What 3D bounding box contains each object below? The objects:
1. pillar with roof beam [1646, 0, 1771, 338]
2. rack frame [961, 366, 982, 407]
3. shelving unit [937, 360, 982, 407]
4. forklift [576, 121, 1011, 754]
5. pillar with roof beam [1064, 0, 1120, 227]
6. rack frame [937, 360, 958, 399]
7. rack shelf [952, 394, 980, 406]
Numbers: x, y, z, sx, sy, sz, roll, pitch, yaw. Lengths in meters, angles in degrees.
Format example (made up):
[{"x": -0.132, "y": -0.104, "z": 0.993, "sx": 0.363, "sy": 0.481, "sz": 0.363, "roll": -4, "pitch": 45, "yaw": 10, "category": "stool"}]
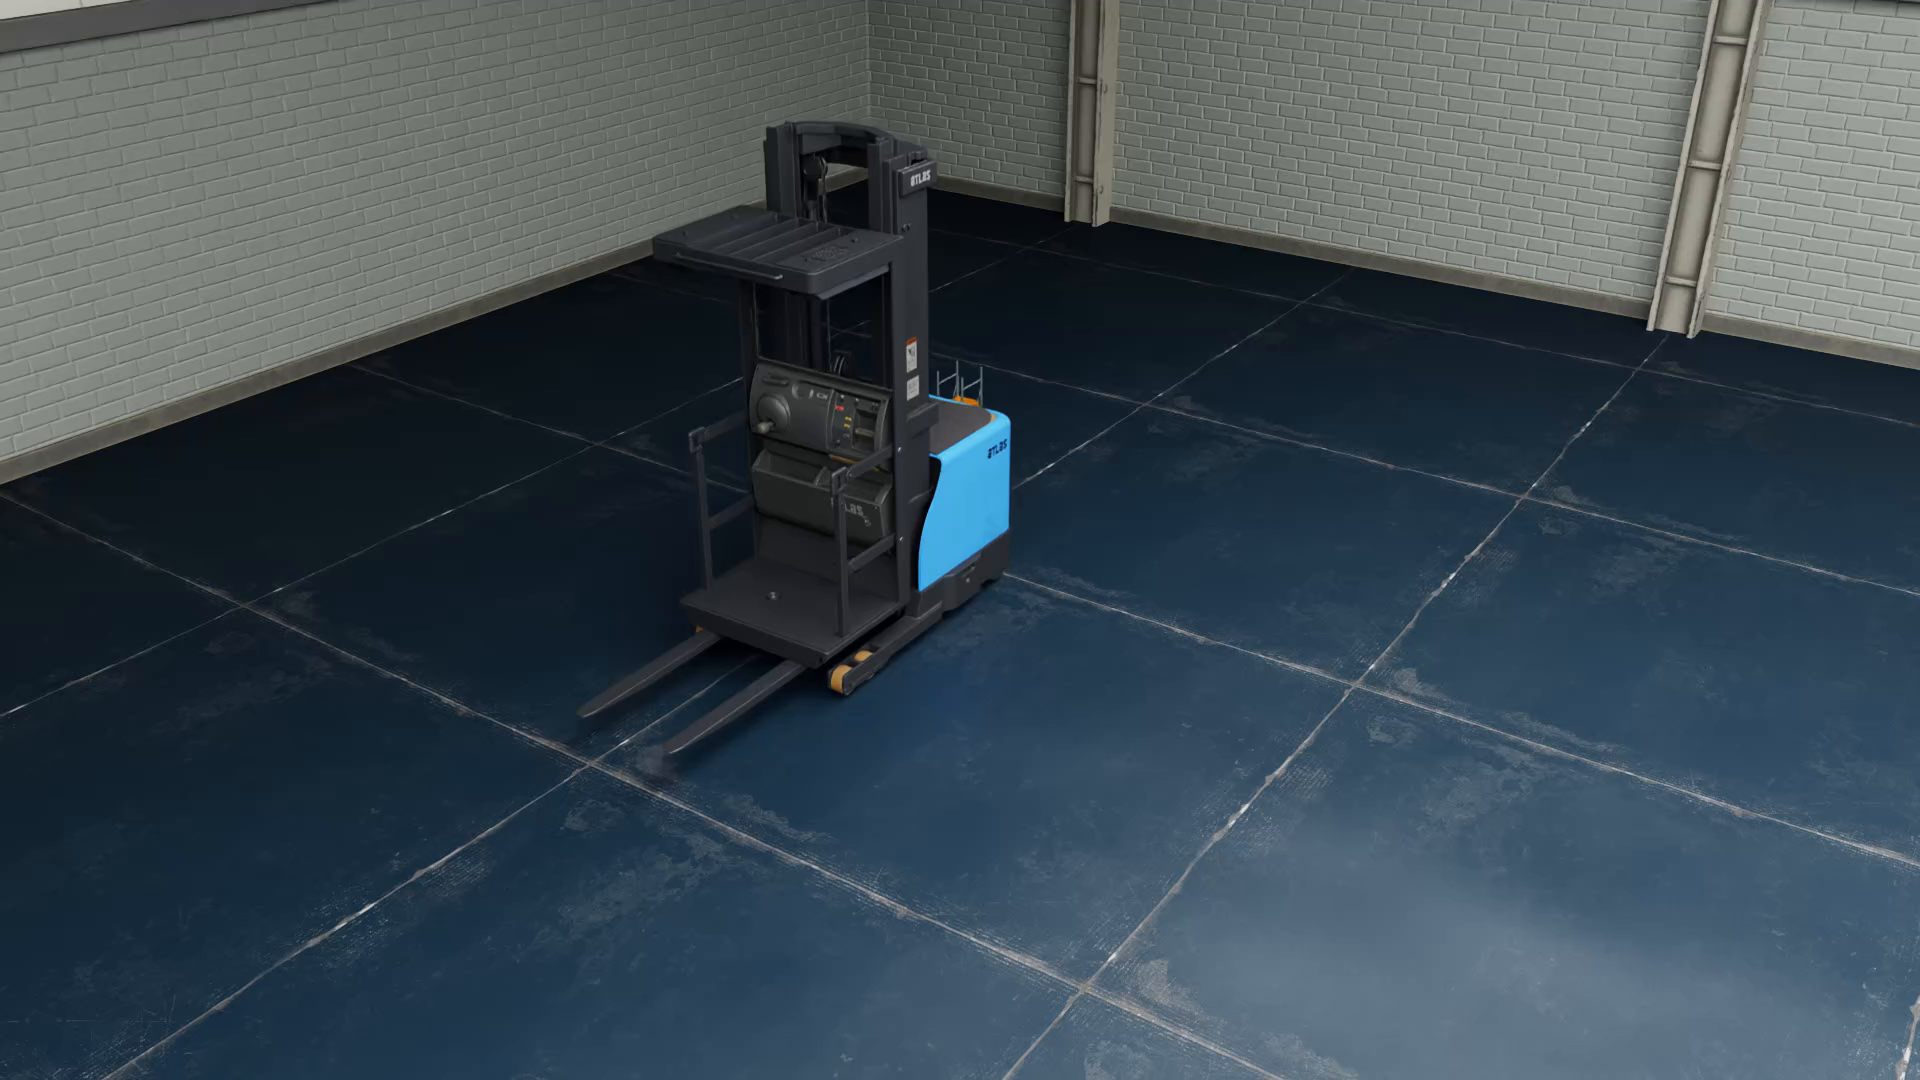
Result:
[{"x": 3.863, "y": -4.262, "z": 9.478, "sx": 0.400, "sy": 9.000, "sz": 9.100, "roll": 17, "pitch": 32, "yaw": 30, "category": "pillar with roof beam"}, {"x": 0.074, "y": -0.522, "z": 10.727, "sx": 0.006, "sy": 1.200, "sz": 0.240, "roll": 16, "pitch": 31, "yaw": 29, "category": "rack frame"}, {"x": -0.003, "y": -0.545, "z": 10.771, "sx": 0.189, "sy": 1.200, "sz": 0.258, "roll": 16, "pitch": 31, "yaw": 29, "category": "shelving unit"}, {"x": -0.908, "y": -0.683, "z": 9.135, "sx": 1.130, "sy": 2.935, "sz": 3.031, "roll": 17, "pitch": 31, "yaw": 29, "category": "forklift"}, {"x": -1.083, "y": -5.803, "z": 12.505, "sx": 0.400, "sy": 9.000, "sz": 9.100, "roll": 17, "pitch": 32, "yaw": 30, "category": "pillar with roof beam"}, {"x": -0.079, "y": -0.567, "z": 10.815, "sx": 0.006, "sy": 1.200, "sz": 0.240, "roll": 16, "pitch": 31, "yaw": 29, "category": "rack frame"}, {"x": -0.003, "y": -0.826, "z": 10.628, "sx": 0.180, "sy": 0.103, "sz": 0.258, "roll": 16, "pitch": 31, "yaw": 29, "category": "rack shelf"}]
